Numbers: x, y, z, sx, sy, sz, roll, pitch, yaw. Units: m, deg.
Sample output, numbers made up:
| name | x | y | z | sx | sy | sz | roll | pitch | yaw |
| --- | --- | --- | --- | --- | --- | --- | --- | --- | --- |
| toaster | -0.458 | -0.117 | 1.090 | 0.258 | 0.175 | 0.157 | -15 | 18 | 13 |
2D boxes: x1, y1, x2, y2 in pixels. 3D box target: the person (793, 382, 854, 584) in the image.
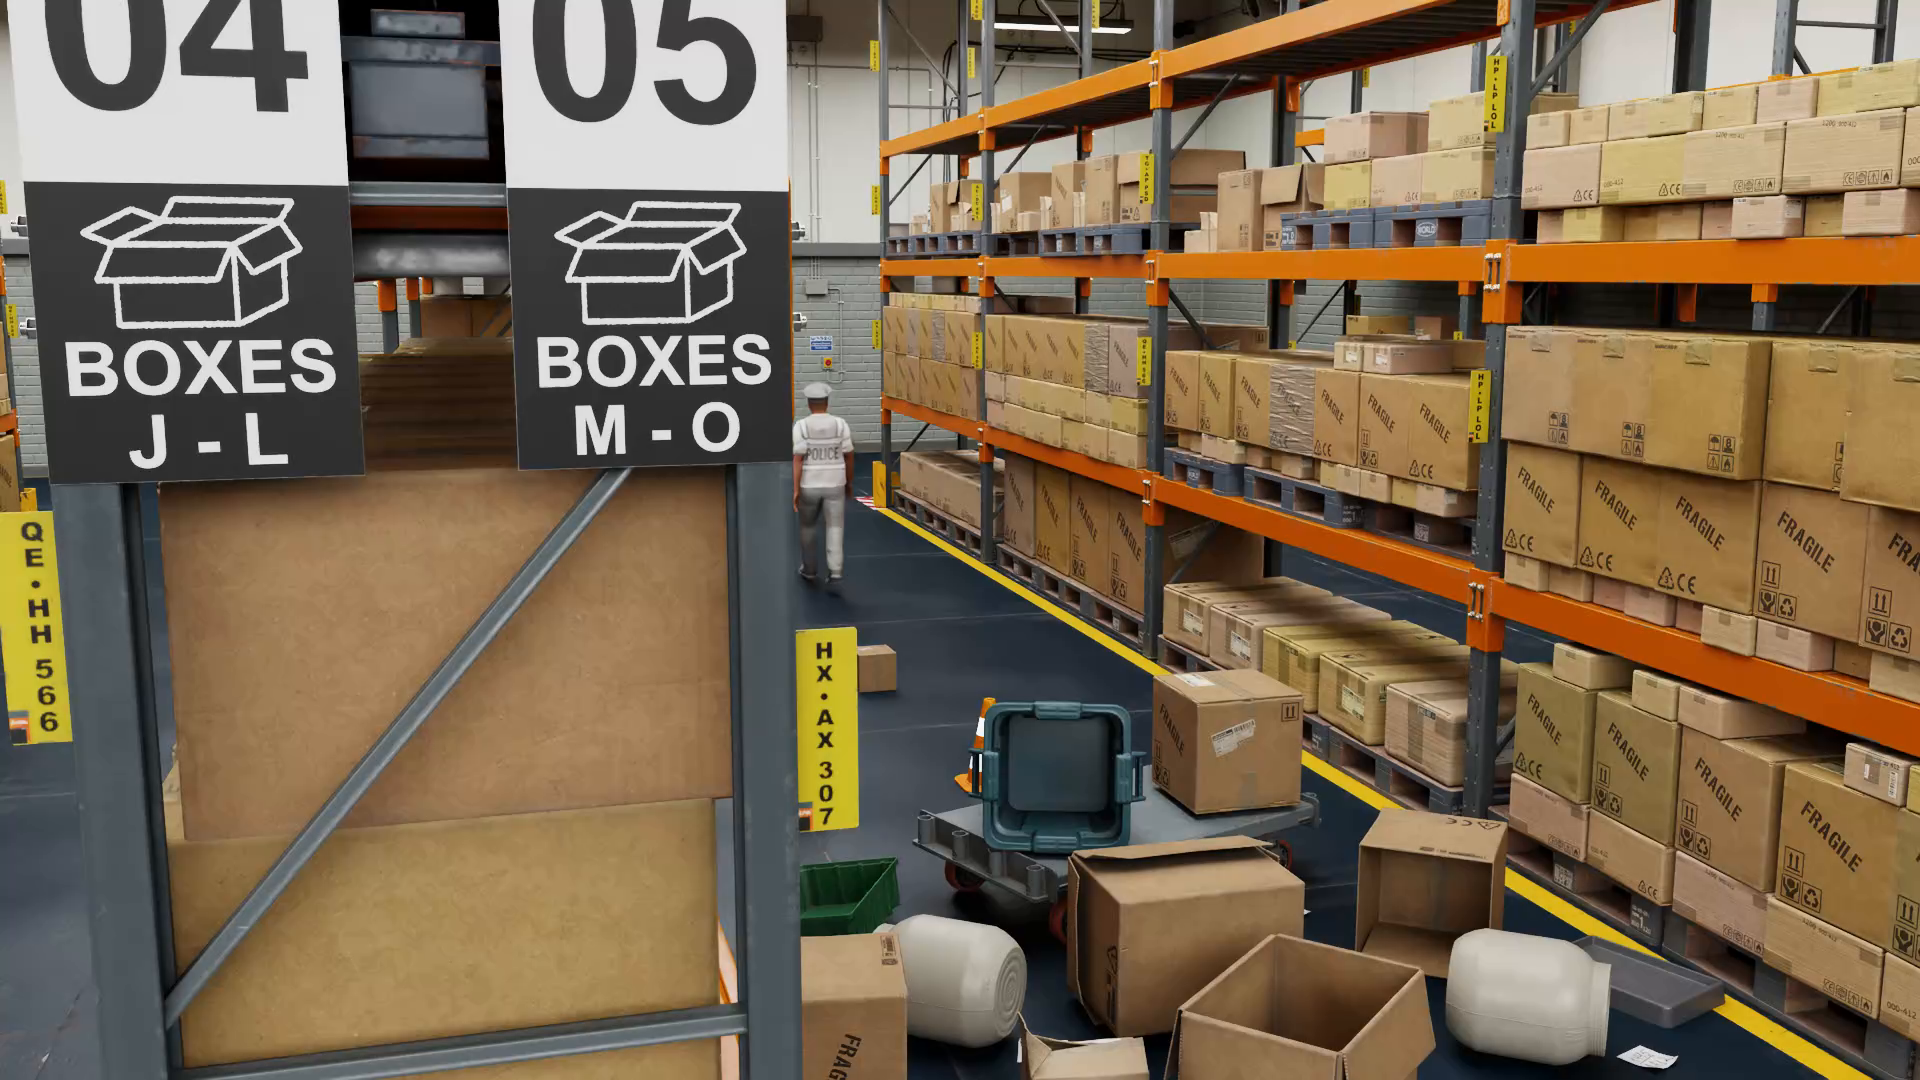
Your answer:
| name | x | y | z | sx | sy | sz | roll | pitch | yaw |
| --- | --- | --- | --- | --- | --- | --- | --- | --- | --- |
| person | -1.179 | -0.486 | 14.254 | 0.557 | 1.725 | 1.015 | -2 | 9 | -10 |
